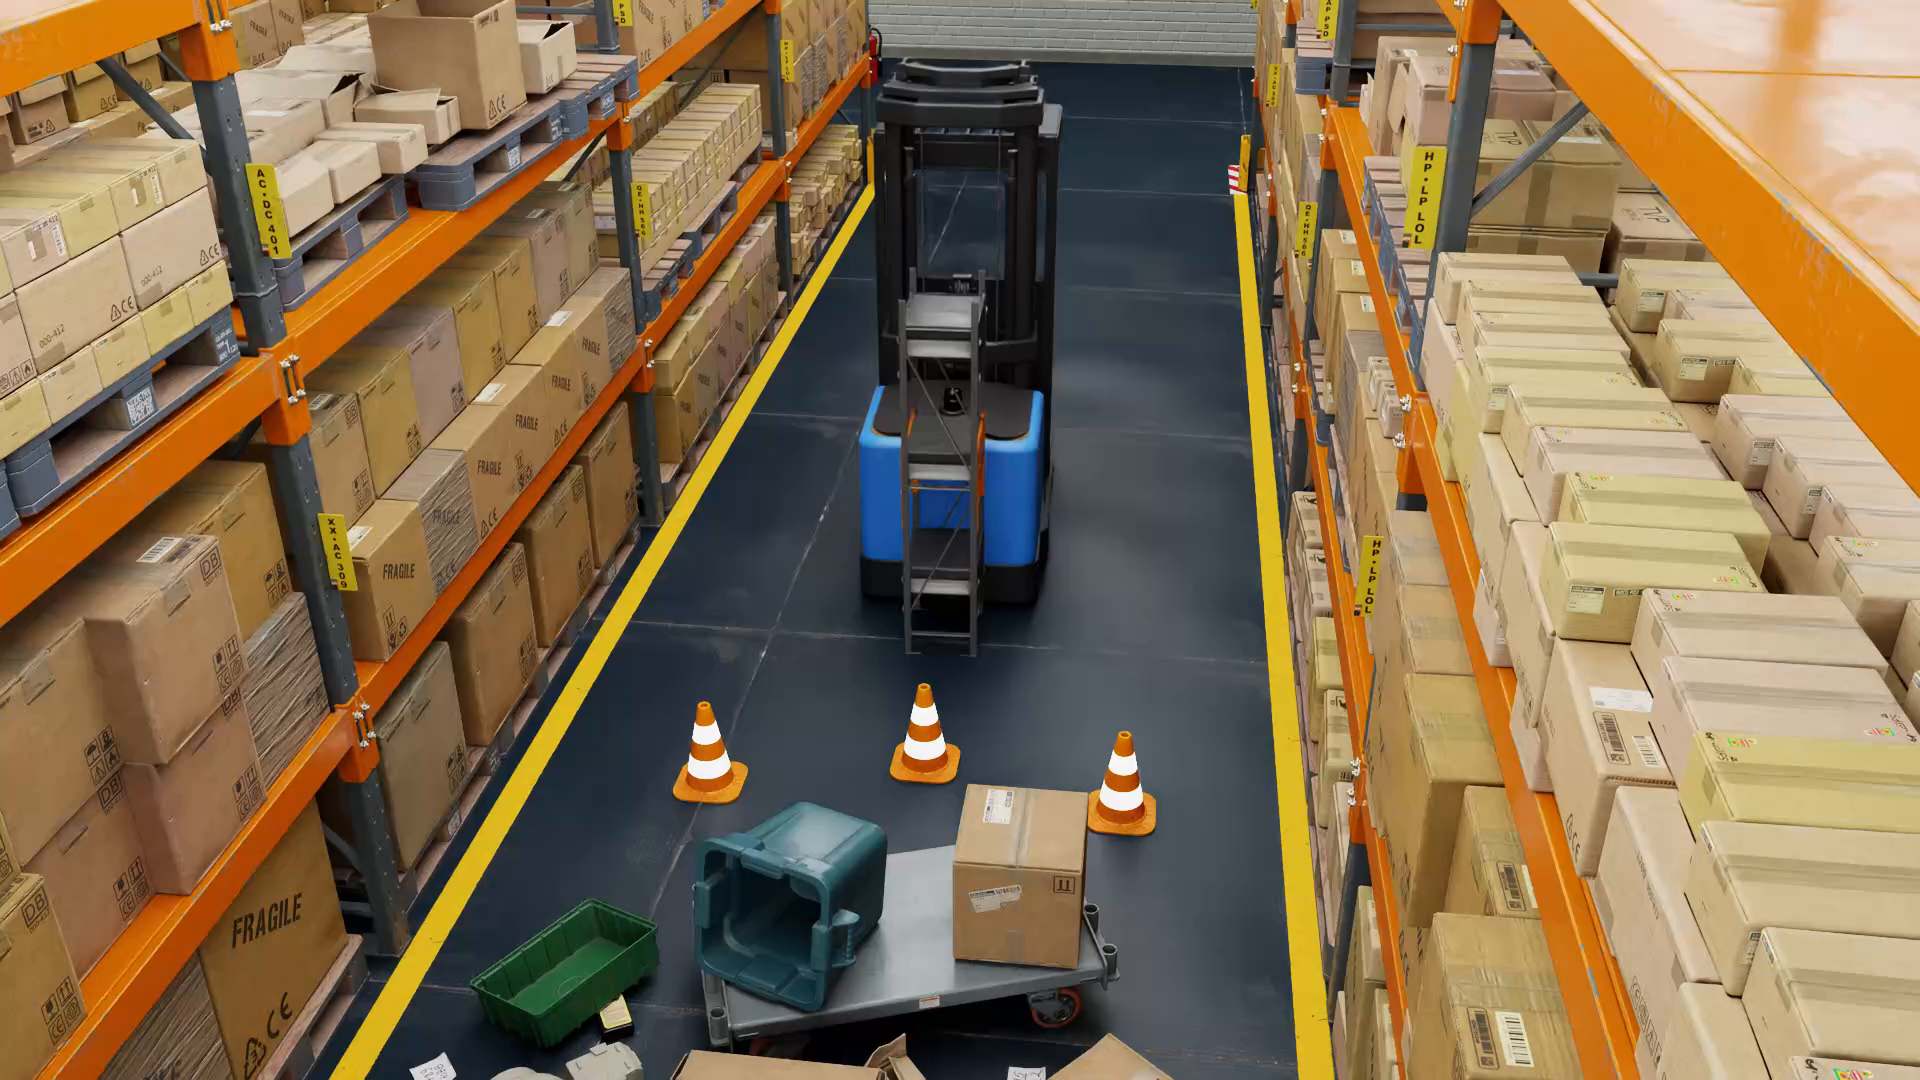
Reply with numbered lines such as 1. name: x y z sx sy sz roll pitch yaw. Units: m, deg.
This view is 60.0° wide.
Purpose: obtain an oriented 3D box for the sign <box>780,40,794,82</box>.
1. sign: -1.374 -3.812 13.235 0.100 0.325 0.005 3 28 6

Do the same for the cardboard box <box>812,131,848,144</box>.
1. cardboard box: -1.337 -4.029 16.793 0.380 0.149 0.250 4 29 7

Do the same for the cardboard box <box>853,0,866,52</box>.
1. cardboard box: -1.235 -5.164 16.546 0.500 0.500 0.500 4 29 7

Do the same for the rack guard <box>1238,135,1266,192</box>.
1. rack guard: 3.492 -3.887 17.229 1.175 0.500 0.348 3 28 6

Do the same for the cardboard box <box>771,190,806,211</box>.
1. cardboard box: -1.594 -3.047 14.971 0.380 0.149 0.250 3 28 5

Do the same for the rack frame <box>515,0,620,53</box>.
1. rack frame: -2.416 -4.091 8.648 1.000 3.000 0.127 3 28 6

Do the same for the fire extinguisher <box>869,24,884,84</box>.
1. fire extinguisher: -0.947 -5.109 17.338 0.296 0.674 0.183 3 28 6

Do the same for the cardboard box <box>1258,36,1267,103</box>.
1. cardboard box: 3.031 -4.332 15.316 0.500 0.500 0.500 3 28 6

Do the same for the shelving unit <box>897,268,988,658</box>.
1. shelving unit: -0.088 -0.389 9.050 0.431 2.100 0.503 2 28 4

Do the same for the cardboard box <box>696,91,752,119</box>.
1. cardboard box: -1.813 -3.342 12.778 0.380 0.149 0.250 3 28 5

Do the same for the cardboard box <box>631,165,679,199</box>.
1. cardboard box: -2.069 -2.359 10.953 0.380 0.149 0.250 2 28 4

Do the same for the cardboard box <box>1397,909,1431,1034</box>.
1. cardboard box: 1.576 1.162 4.804 0.500 0.500 0.500 3 28 6

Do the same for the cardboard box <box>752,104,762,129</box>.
1. cardboard box: -1.778 -3.340 13.087 0.380 0.149 0.250 4 29 8

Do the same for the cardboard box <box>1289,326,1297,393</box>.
1. cardboard box: 2.900 -1.620 12.184 0.875 0.875 0.875 4 29 8

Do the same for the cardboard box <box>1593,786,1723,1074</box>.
1. cardboard box: 1.401 0.678 2.804 0.500 0.250 0.500 3 28 6

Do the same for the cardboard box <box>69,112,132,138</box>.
1. cardboard box: -6.747 -2.998 12.839 0.500 0.500 0.500 3 28 6

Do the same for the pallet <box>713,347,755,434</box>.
1. pallet: -2.167 -1.163 12.478 1.003 0.211 1.213 3 28 6

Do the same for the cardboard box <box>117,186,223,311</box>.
1. cardboard box: -2.711 -0.935 5.249 0.500 0.250 0.500 3 28 6

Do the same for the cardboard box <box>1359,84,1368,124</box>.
1. cardboard box: 2.302 -2.282 8.717 0.380 0.149 0.250 3 28 6

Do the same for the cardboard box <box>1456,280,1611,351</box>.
1. cardboard box: 1.654 -0.635 4.819 0.380 0.149 0.250 4 29 8

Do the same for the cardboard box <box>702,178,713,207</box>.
1. cardboard box: -1.967 -2.470 11.786 0.380 0.149 0.250 2 28 5

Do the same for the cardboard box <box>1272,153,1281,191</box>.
1. cardboard box: 2.684 -2.835 12.800 0.500 0.250 0.500 3 28 5

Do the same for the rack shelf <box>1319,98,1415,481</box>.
1. rack shelf: 2.264 -1.272 7.337 1.077 0.370 4.000 3 28 6

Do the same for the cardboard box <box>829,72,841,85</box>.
1. cardboard box: -1.348 -4.458 15.919 0.380 0.149 0.250 2 28 4

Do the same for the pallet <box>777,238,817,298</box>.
1. pallet: -1.879 -2.424 14.818 1.003 0.211 1.213 3 28 6

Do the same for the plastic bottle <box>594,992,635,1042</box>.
1. plastic bottle: -1.442 1.944 6.869 0.133 0.061 0.283 -11 30 -20

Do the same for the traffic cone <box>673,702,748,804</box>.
1. traffic cone: -1.243 1.006 8.187 0.336 0.463 0.334 3 28 6

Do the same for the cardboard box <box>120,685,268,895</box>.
1. cardboard box: -2.984 0.801 5.734 0.875 0.550 0.550 3 28 6

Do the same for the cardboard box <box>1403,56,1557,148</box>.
1. cardboard box: 2.067 -1.749 6.651 0.500 0.250 0.500 4 29 7

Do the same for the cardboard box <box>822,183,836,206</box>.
1. cardboard box: -1.386 -3.272 15.702 0.380 0.149 0.250 4 29 7

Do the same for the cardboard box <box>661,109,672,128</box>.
1. cardboard box: -2.460 -3.257 12.934 0.380 0.149 0.250 3 28 5

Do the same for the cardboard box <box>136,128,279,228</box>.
1. cardboard box: -2.978 -1.393 6.412 0.500 0.250 0.500 4 29 7

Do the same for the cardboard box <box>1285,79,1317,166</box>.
1. cardboard box: 2.561 -2.910 11.621 0.500 0.500 0.500 3 28 5

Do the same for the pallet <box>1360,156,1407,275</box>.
1. pallet: 2.325 -1.338 6.898 1.213 0.211 1.003 3 28 6

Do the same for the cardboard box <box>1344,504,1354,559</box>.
1. cardboard box: 1.882 -0.026 7.251 0.380 0.149 0.250 4 29 7

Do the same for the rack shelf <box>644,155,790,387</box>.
1. rack shelf: -2.171 -2.075 11.989 1.077 0.370 4.000 3 28 6

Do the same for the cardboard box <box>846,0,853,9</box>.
1. cardboard box: -1.307 -5.363 15.860 0.500 0.500 0.500 2 28 4

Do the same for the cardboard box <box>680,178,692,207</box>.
1. cardboard box: -2.035 -2.361 11.270 0.380 0.149 0.250 3 28 6

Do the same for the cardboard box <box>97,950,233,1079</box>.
1. cardboard box: -3.159 1.900 5.651 0.875 0.875 0.875 4 29 7

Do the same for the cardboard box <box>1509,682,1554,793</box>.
1. cardboard box: 1.439 0.436 3.673 0.380 0.149 0.250 3 28 6

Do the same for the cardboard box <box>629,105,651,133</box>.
1. cardboard box: -2.526 -3.141 12.405 0.380 0.149 0.250 3 28 6

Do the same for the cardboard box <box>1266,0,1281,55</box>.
1. cardboard box: 2.976 -4.529 14.627 0.500 0.500 0.500 3 29 6

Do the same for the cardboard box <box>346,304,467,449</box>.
1. cardboard box: -2.728 -0.766 7.641 0.700 0.500 0.500 4 29 7

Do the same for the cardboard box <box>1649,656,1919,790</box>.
1. cardboard box: 1.480 0.347 2.997 0.380 0.149 0.250 3 28 6

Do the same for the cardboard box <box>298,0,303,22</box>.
1. cardboard box: -6.791 -5.257 16.191 0.500 0.500 0.500 3 28 5

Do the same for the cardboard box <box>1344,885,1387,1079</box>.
1. cardboard box: 1.679 1.630 6.019 0.500 0.500 0.500 5 29 9

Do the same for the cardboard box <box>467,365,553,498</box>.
1. cardboard box: -2.387 -0.555 8.304 0.500 0.500 0.500 4 29 7

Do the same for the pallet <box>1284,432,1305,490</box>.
1. pallet: 2.681 -0.349 10.968 1.003 0.211 1.213 3 28 6

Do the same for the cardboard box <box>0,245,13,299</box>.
1. cardboard box: -2.758 -0.690 4.373 0.380 0.149 0.250 3 29 6

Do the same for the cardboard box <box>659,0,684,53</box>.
1. cardboard box: -2.028 -3.304 10.244 0.500 0.500 0.500 3 28 6

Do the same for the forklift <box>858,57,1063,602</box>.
1. forklift: 0.056 -1.596 10.415 1.130 2.935 3.031 2 28 4

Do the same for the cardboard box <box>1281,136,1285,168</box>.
1. cardboard box: 2.630 -2.809 12.225 0.500 0.250 0.500 4 29 7

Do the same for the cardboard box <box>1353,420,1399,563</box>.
1. cardboard box: 1.908 -0.151 6.799 0.500 0.500 0.500 4 29 6

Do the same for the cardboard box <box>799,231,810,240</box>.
1. cardboard box: -1.551 -2.661 14.882 0.380 0.149 0.250 3 28 6

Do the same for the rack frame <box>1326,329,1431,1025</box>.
1. rack frame: 2.019 0.673 6.131 1.000 3.000 0.127 3 28 6

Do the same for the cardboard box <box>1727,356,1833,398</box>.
1. cardboard box: 2.219 -0.352 4.295 0.380 0.149 0.250 4 29 8

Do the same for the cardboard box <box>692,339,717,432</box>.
1. cardboard box: -2.018 -1.090 11.595 0.500 0.500 0.500 4 29 7
